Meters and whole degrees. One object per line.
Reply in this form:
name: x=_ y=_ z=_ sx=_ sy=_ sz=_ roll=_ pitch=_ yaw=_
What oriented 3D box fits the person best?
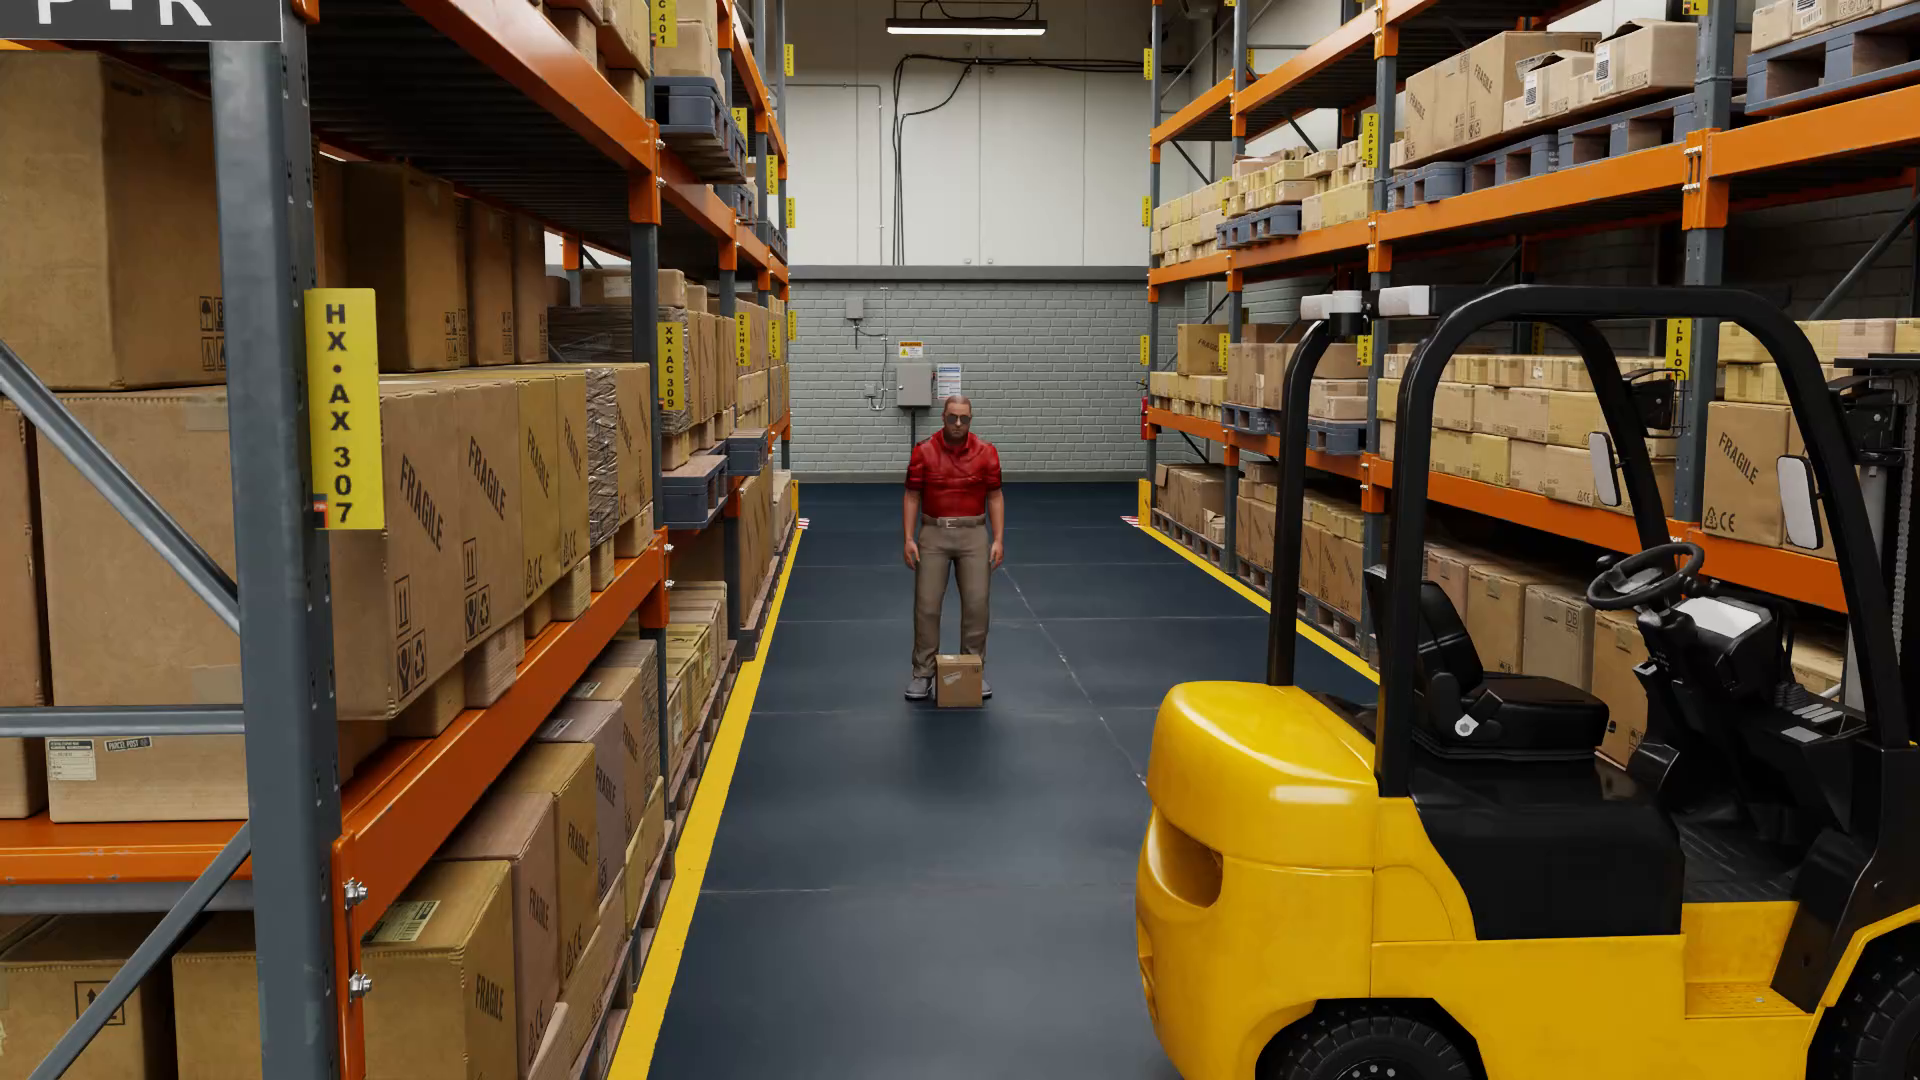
person: x=-0.036 y=0.030 z=9.546 sx=0.586 sy=1.727 sz=0.393 roll=0 pitch=7 yaw=-3
